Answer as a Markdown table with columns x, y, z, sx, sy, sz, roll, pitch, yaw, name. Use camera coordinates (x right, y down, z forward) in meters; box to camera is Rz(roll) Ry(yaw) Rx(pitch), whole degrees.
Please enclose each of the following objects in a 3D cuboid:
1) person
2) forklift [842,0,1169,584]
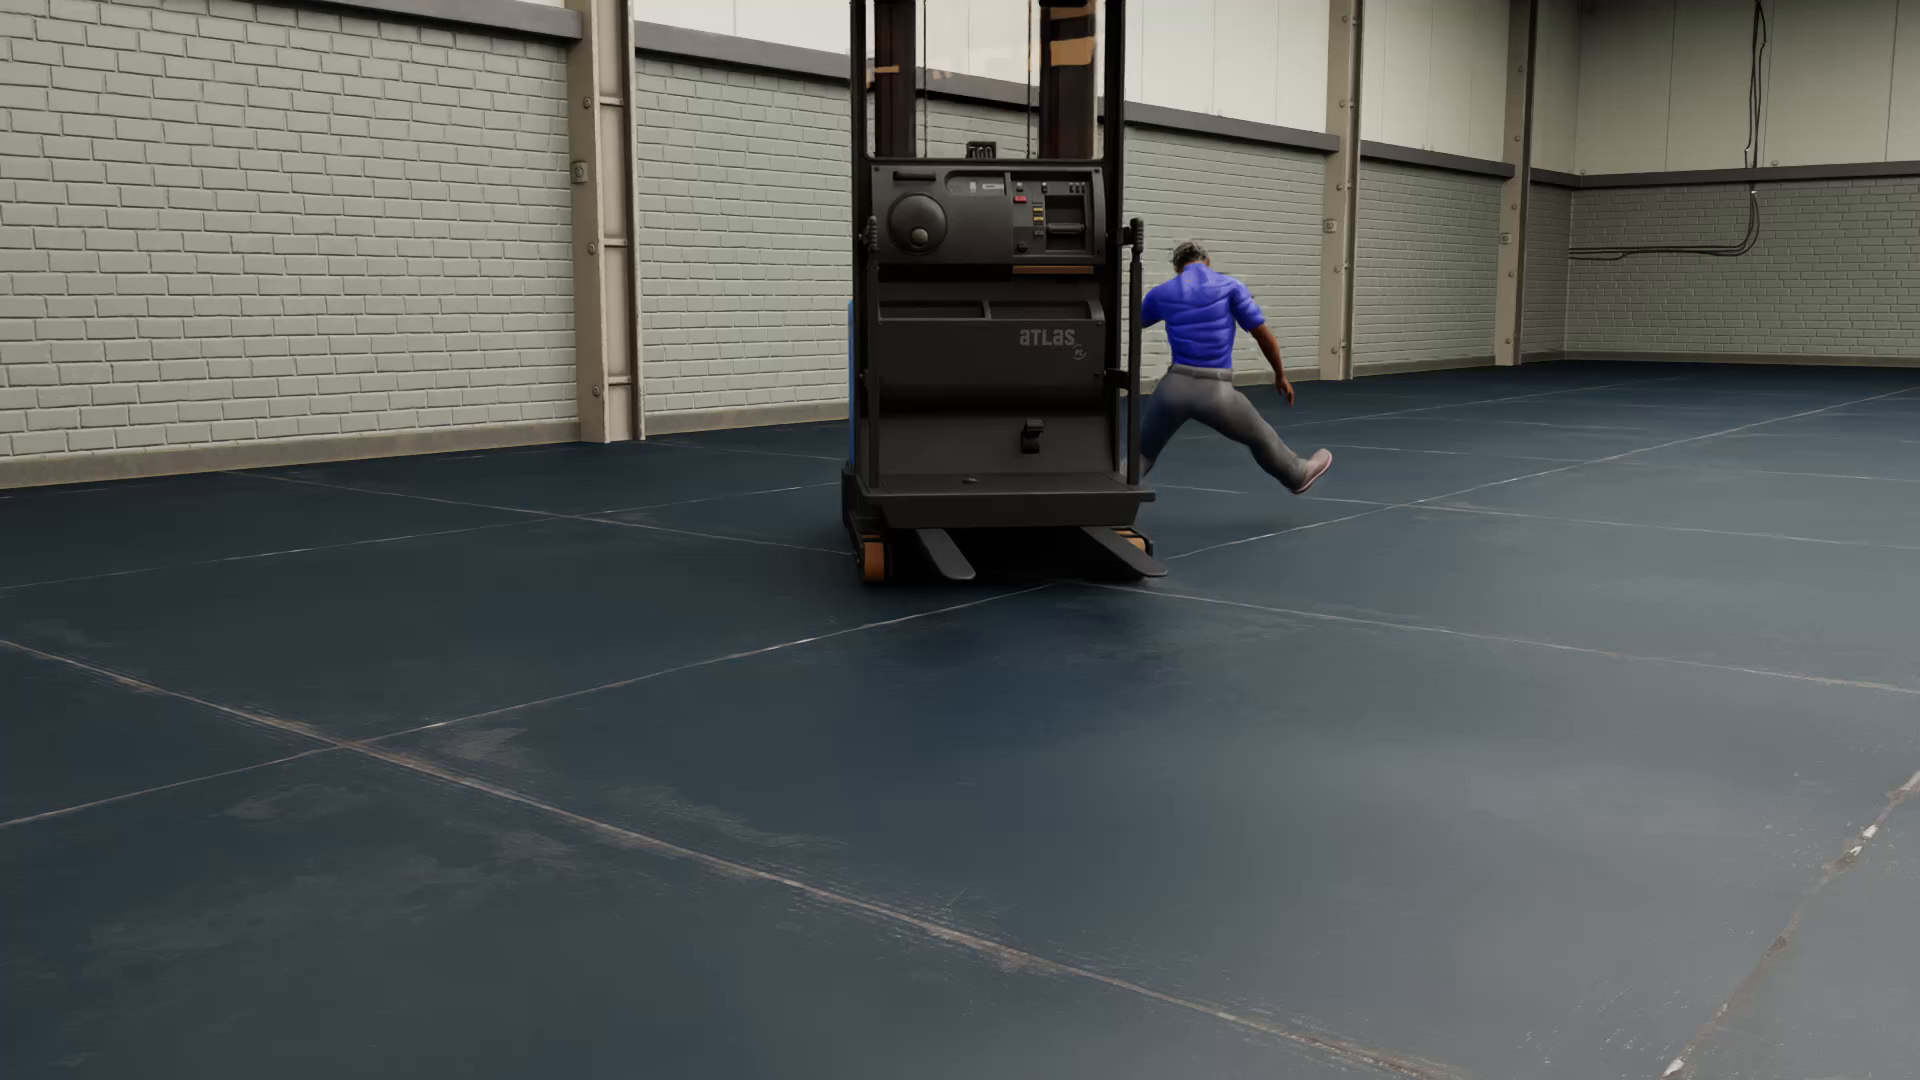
| x | y | z | sx | sy | sz | roll | pitch | yaw | name |
| --- | --- | --- | --- | --- | --- | --- | --- | --- | --- |
| 1.167 | -0.716 | 7.881 | 1.038 | 1.372 | 1.098 | 3 | 9 | 22 | person |
| 0.138 | -1.335 | 6.403 | 1.130 | 2.935 | 3.031 | -1 | 8 | -6 | forklift |
